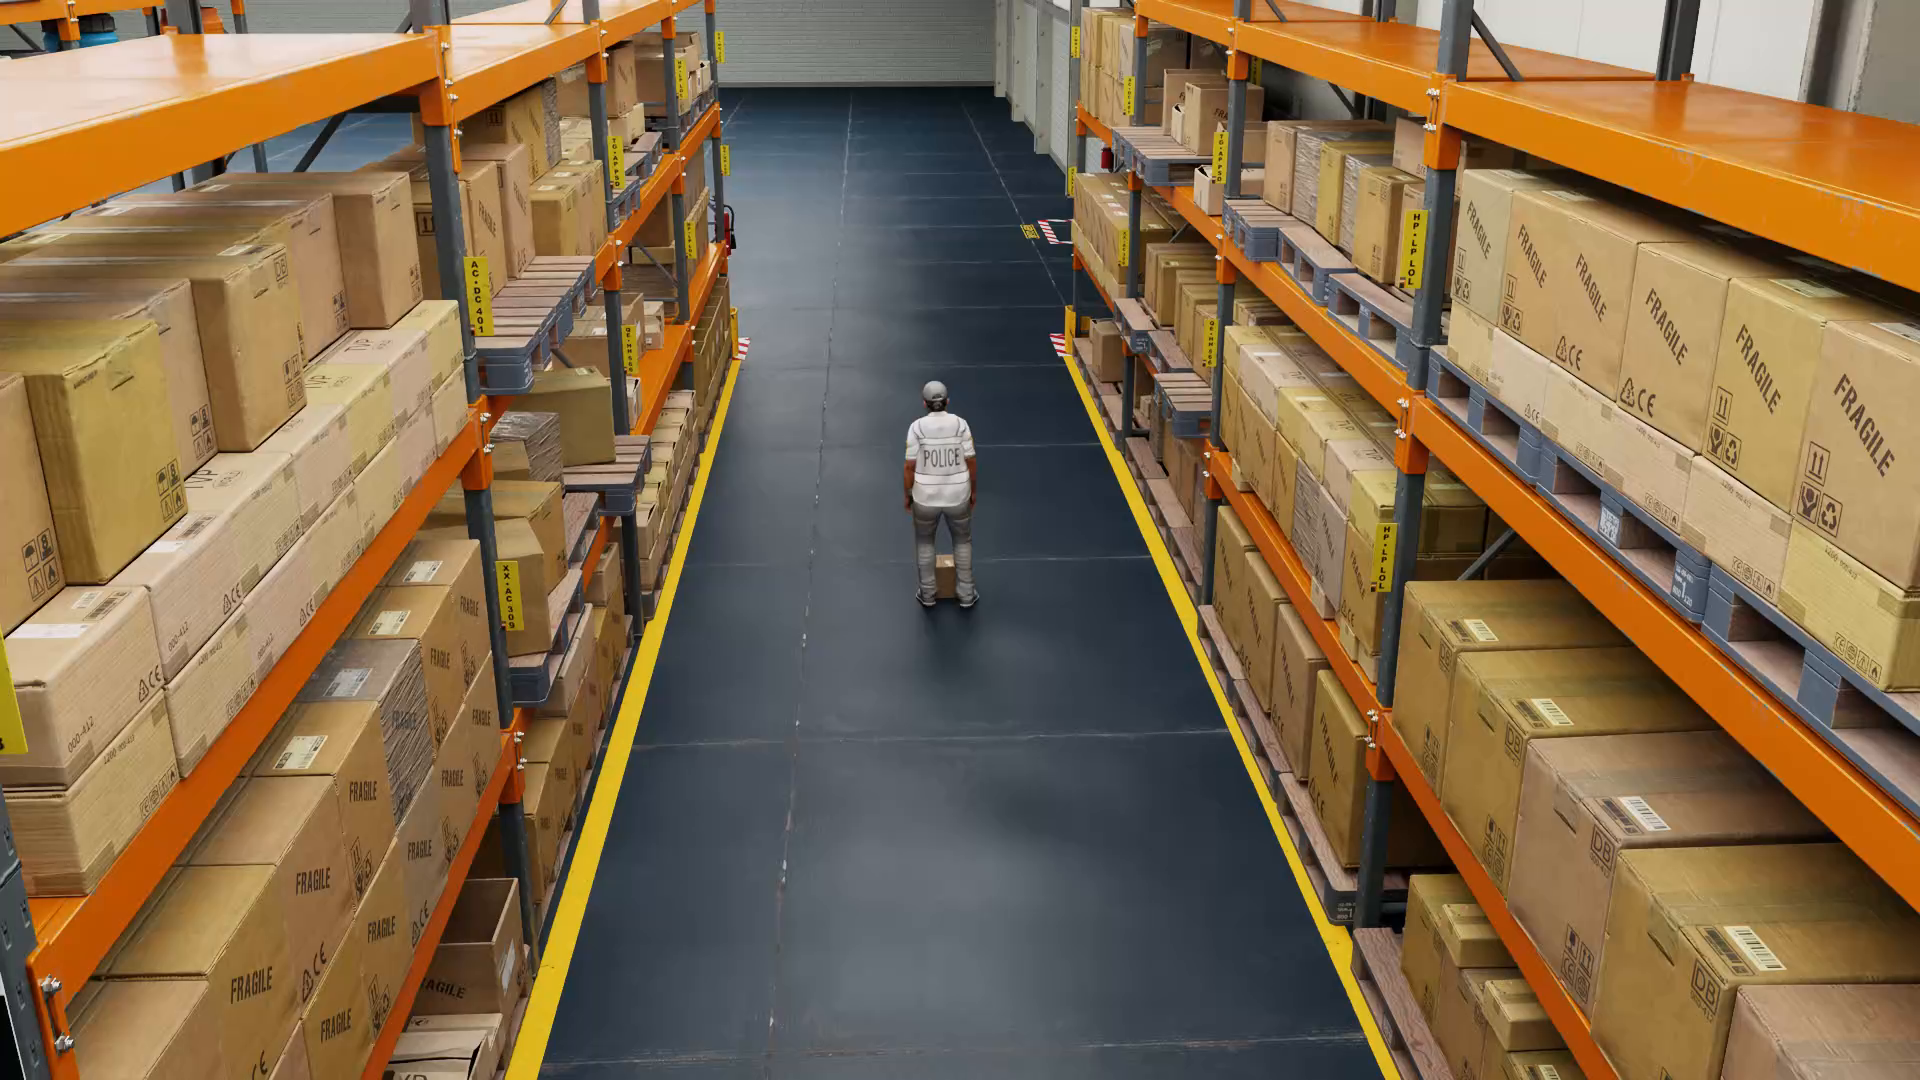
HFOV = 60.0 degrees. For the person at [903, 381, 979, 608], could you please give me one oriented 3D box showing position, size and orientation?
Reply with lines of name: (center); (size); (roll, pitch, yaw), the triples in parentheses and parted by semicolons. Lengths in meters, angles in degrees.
person: (-0.130, -0.314, 11.909); (0.558, 1.665, 0.468); (-2, 21, -6)
